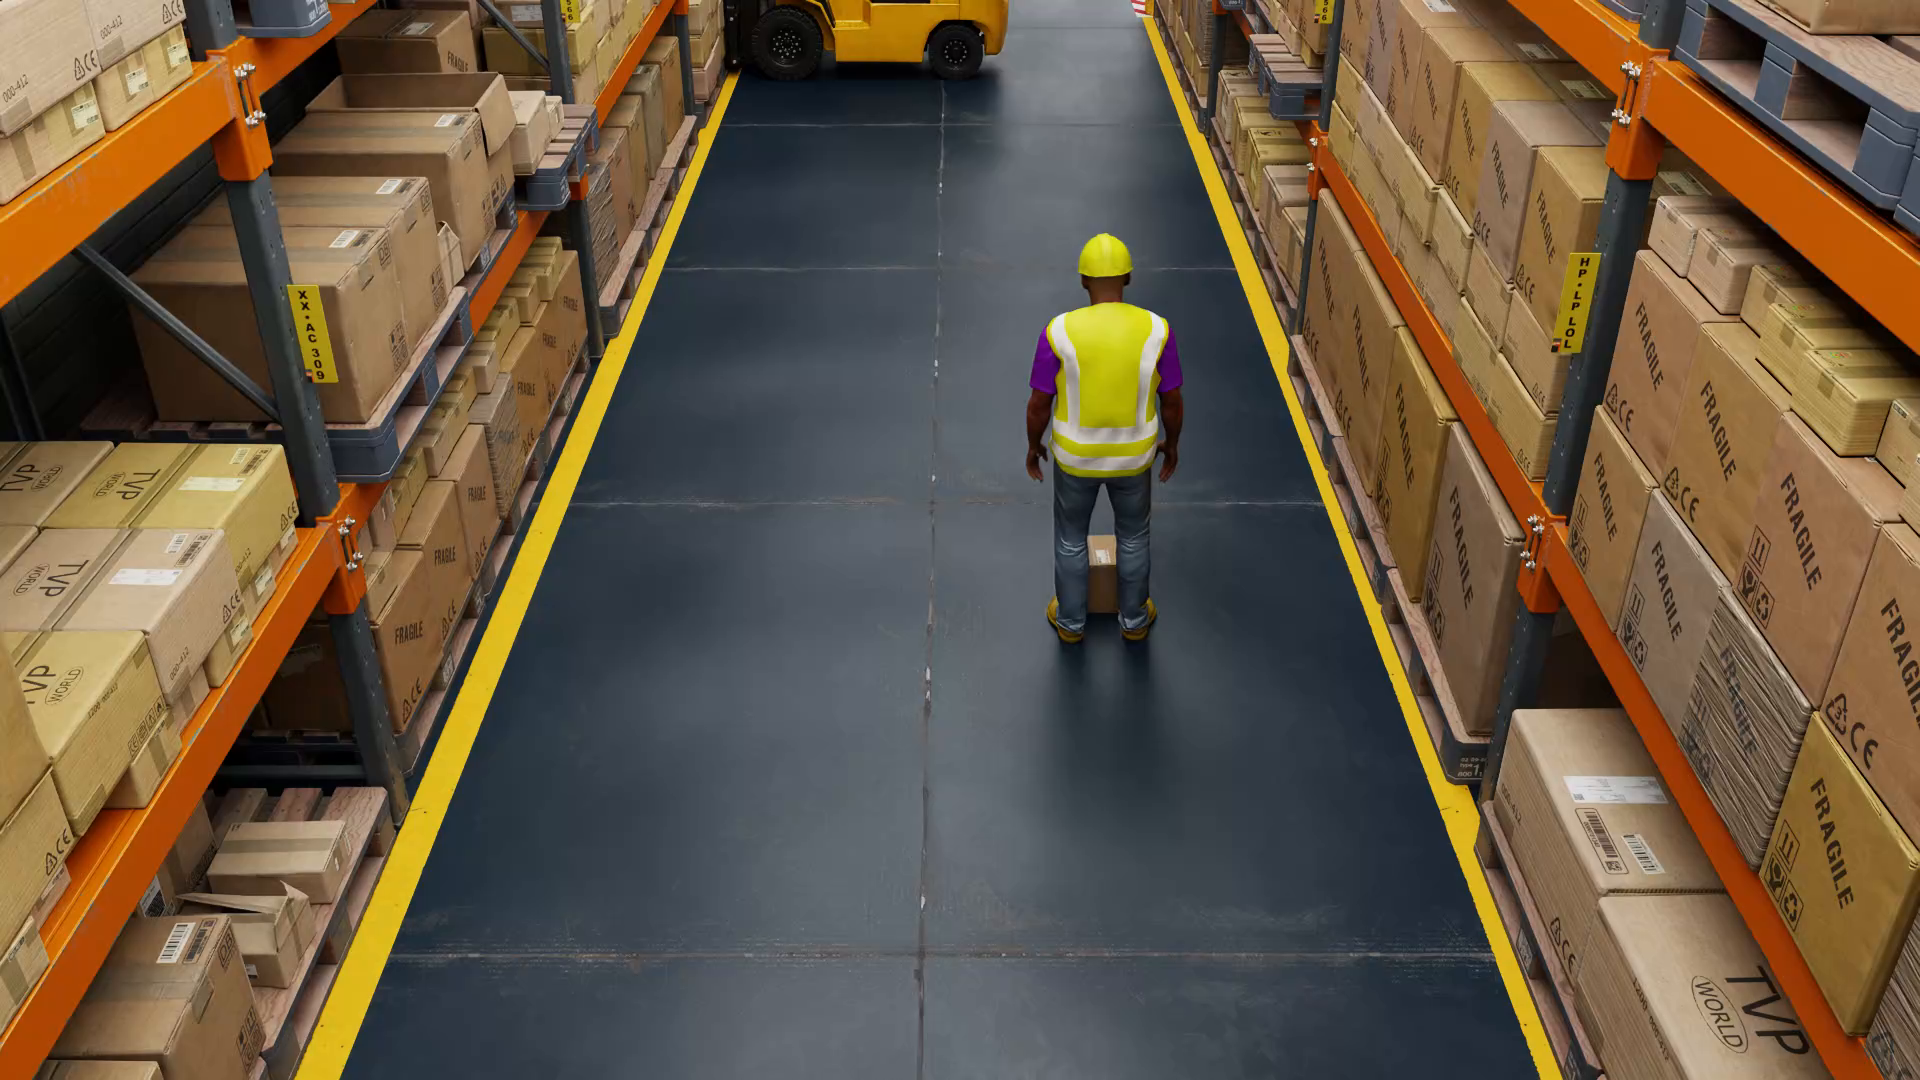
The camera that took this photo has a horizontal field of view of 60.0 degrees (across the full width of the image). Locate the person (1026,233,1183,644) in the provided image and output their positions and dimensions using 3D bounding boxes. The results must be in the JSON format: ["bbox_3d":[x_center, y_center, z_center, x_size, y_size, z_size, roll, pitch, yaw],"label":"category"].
[{"bbox_3d":[0.581,-0.376,6.734,0.621,1.761,0.458,0,31,0],"label":"person"}]
